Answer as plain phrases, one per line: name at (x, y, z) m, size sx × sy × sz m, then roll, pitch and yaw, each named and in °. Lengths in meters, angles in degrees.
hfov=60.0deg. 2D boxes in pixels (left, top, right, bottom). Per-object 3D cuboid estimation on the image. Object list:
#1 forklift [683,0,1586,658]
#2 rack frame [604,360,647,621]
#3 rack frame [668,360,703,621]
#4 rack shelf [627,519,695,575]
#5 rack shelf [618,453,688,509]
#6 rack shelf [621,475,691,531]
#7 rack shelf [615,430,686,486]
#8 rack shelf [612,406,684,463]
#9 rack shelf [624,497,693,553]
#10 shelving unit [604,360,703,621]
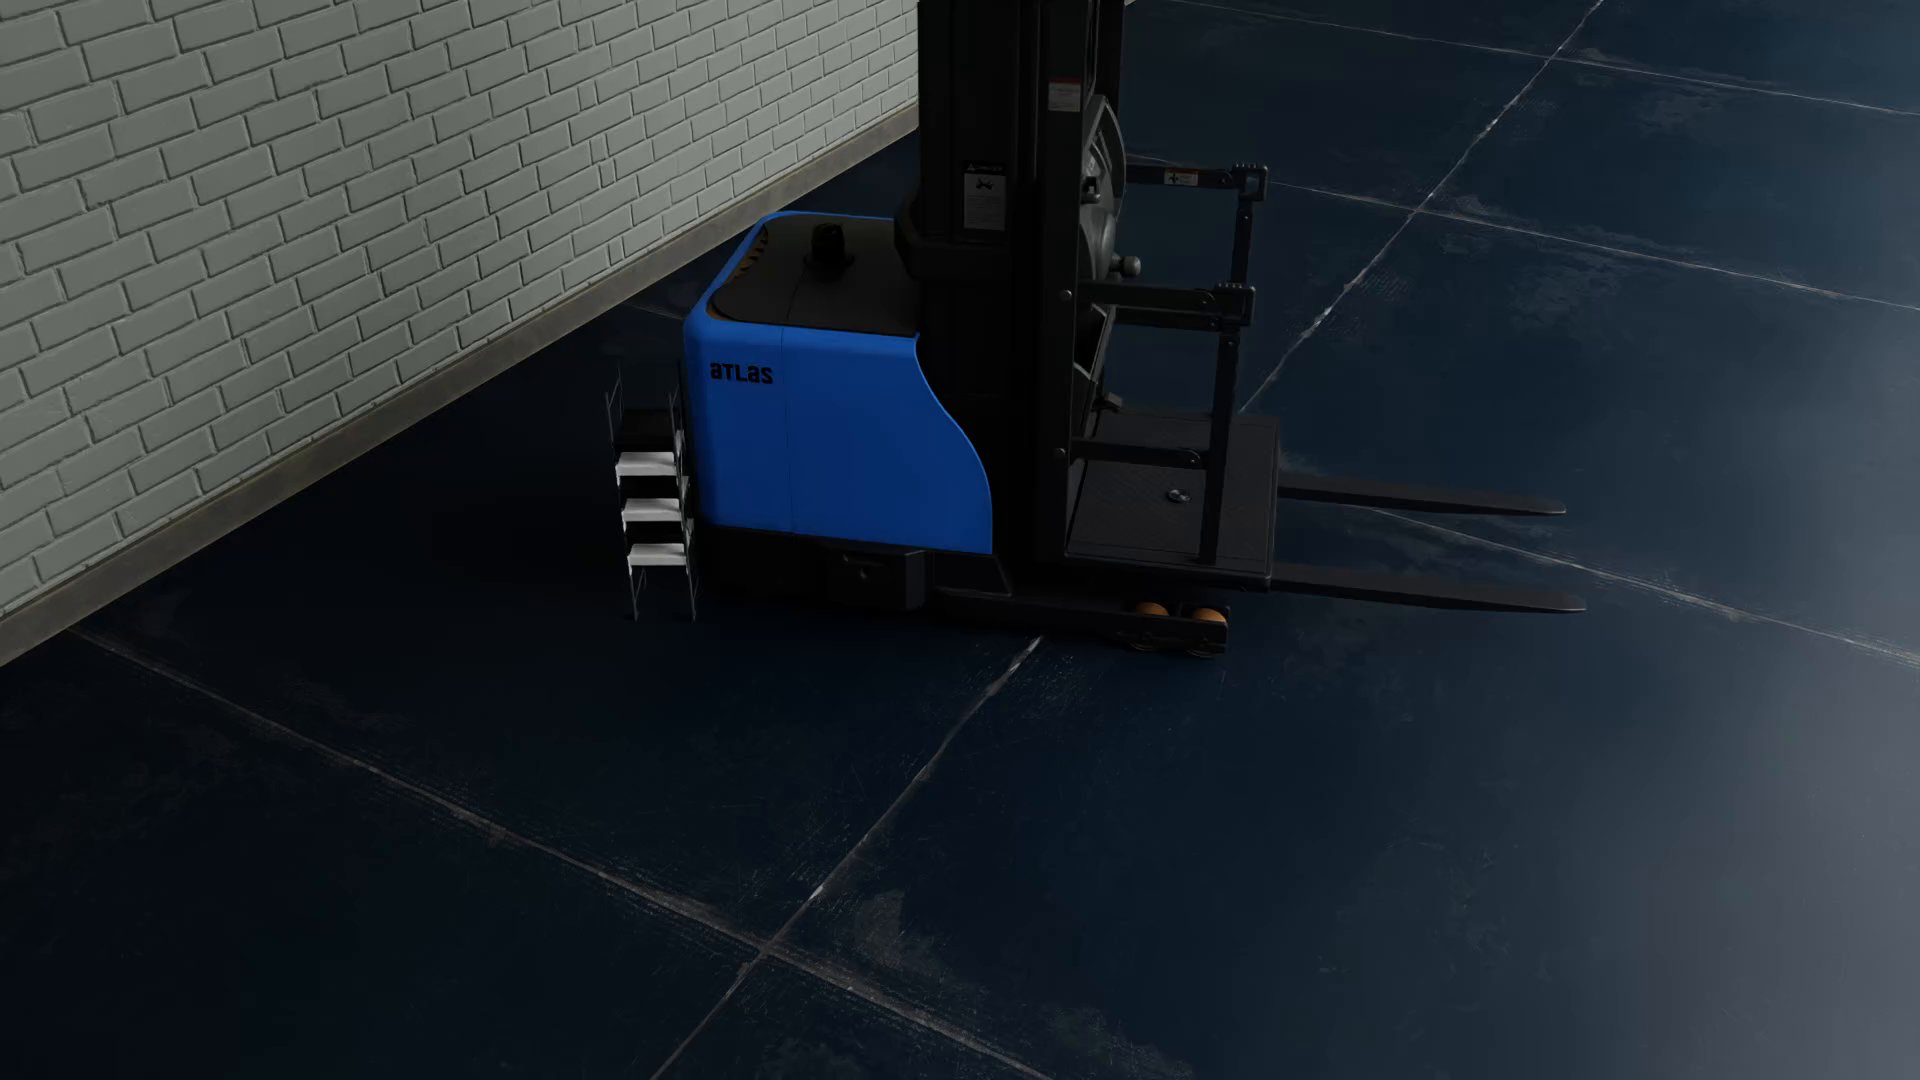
forklift at (0.648, -1.141, 5.320) m, size 3.031 × 2.935 × 1.130 m, roll 6°, pitch 34°, yaw 9°
rack frame at (-1.137, -0.157, 5.674) m, size 0.006 × 0.900 × 0.240 m, roll 0°, pitch 34°, yaw 0°
rack frame at (-0.934, -0.158, 5.676) m, size 0.006 × 0.900 × 0.240 m, roll 0°, pitch 34°, yaw 0°
rack shelf at (-1.036, 0.020, 5.793) m, size 0.200 × 0.077 × 0.258 m, roll 0°, pitch 34°, yaw 0°
rack shelf at (-1.036, -0.205, 5.643) m, size 0.200 × 0.077 × 0.258 m, roll 0°, pitch 34°, yaw 0°
rack shelf at (-1.036, -0.130, 5.693) m, size 0.200 × 0.077 × 0.258 m, roll 0°, pitch 34°, yaw 0°
rack shelf at (-1.036, -0.280, 5.594) m, size 0.200 × 0.077 × 0.258 m, roll 0°, pitch 34°, yaw 0°
rack shelf at (-1.036, -0.355, 5.544) m, size 0.200 × 0.077 × 0.258 m, roll 0°, pitch 34°, yaw 0°
rack shelf at (-1.036, -0.055, 5.743) m, size 0.200 × 0.077 × 0.258 m, roll 0°, pitch 34°, yaw 0°
shelving unit at (-1.036, -0.158, 5.675) m, size 0.210 × 0.900 × 0.258 m, roll 0°, pitch 34°, yaw 0°
